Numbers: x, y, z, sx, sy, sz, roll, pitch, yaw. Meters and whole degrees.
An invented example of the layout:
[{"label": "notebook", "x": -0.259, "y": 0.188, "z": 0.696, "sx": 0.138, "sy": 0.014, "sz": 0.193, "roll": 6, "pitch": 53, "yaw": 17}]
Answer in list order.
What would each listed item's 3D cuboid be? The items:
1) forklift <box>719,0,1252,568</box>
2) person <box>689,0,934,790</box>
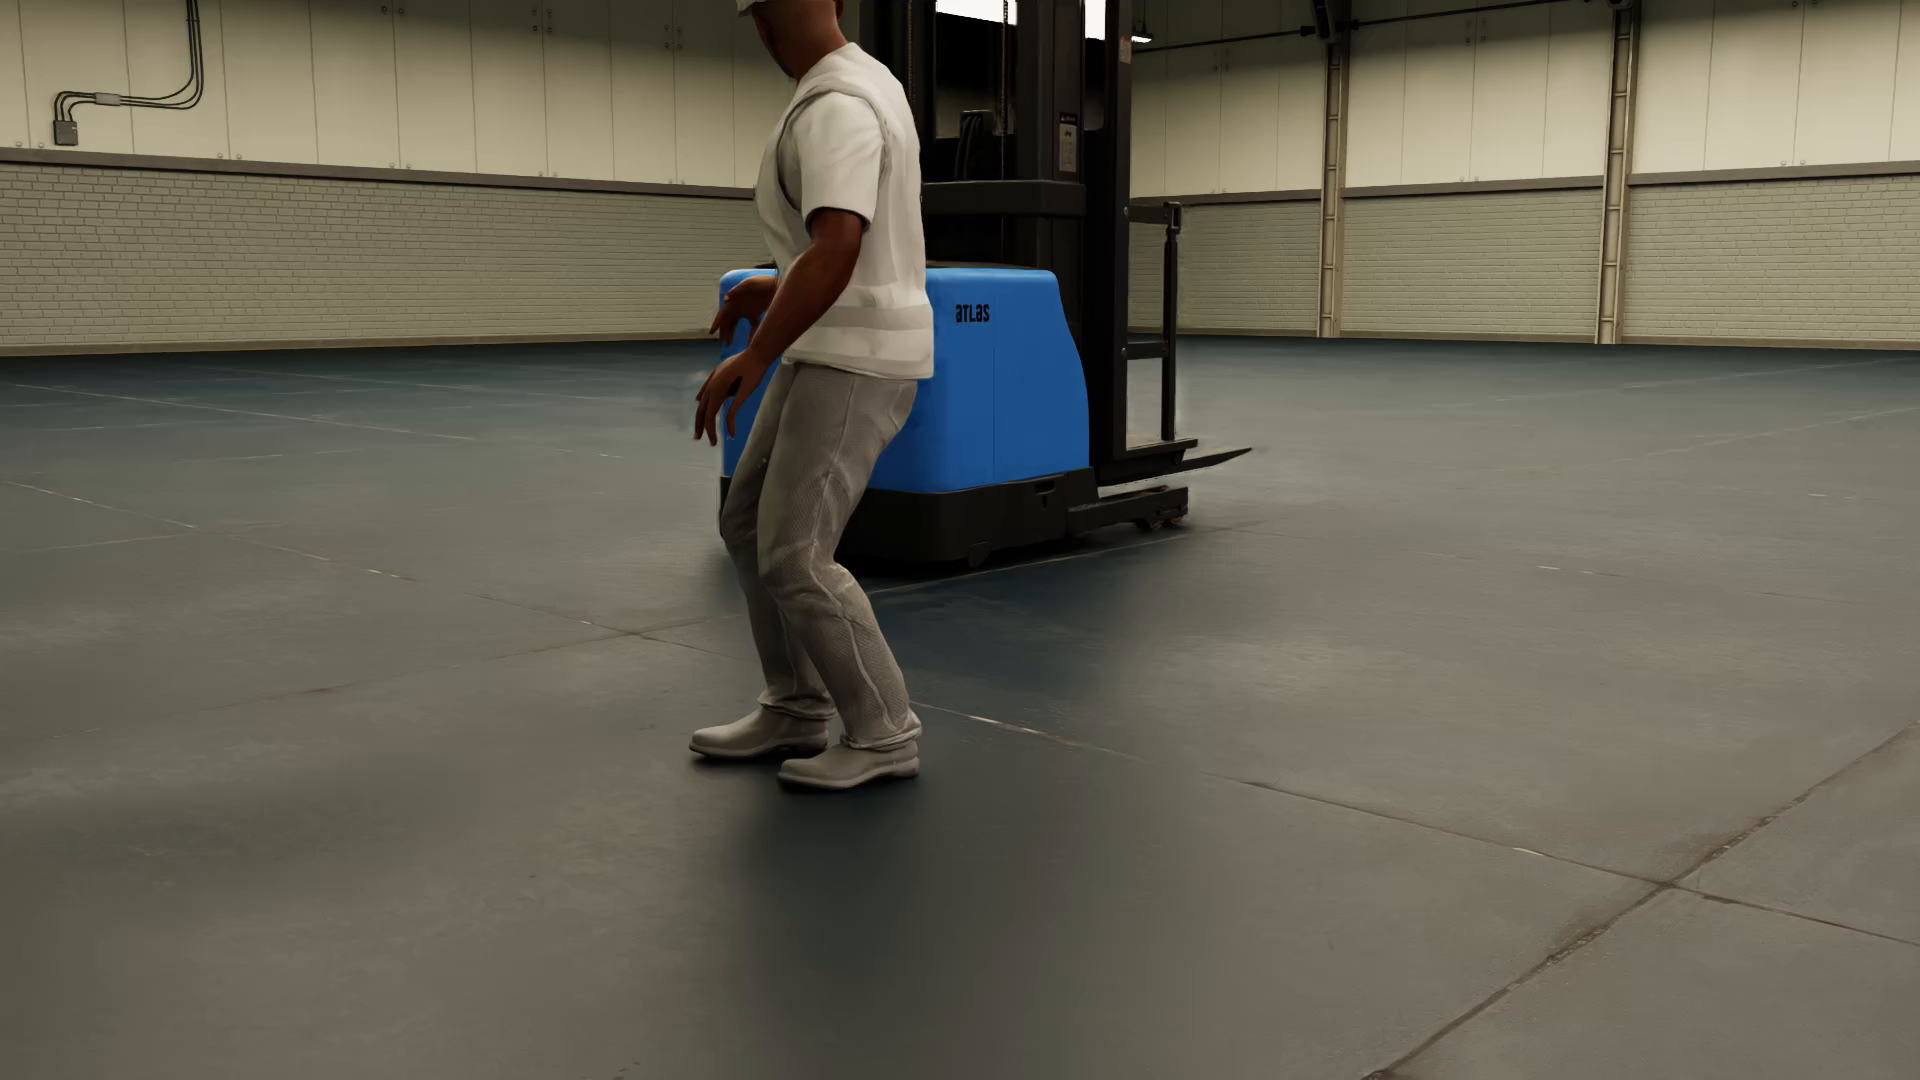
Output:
[{"label": "forklift", "x": 0.332, "y": -1.526, "z": 7.009, "sx": 1.130, "sy": 2.935, "sz": 3.031, "roll": 6, "pitch": 10, "yaw": 33}, {"label": "person", "x": -0.311, "y": -0.356, "z": 3.386, "sx": 0.519, "sy": 1.713, "sz": 0.800, "roll": -1, "pitch": 9, "yaw": -8}]
